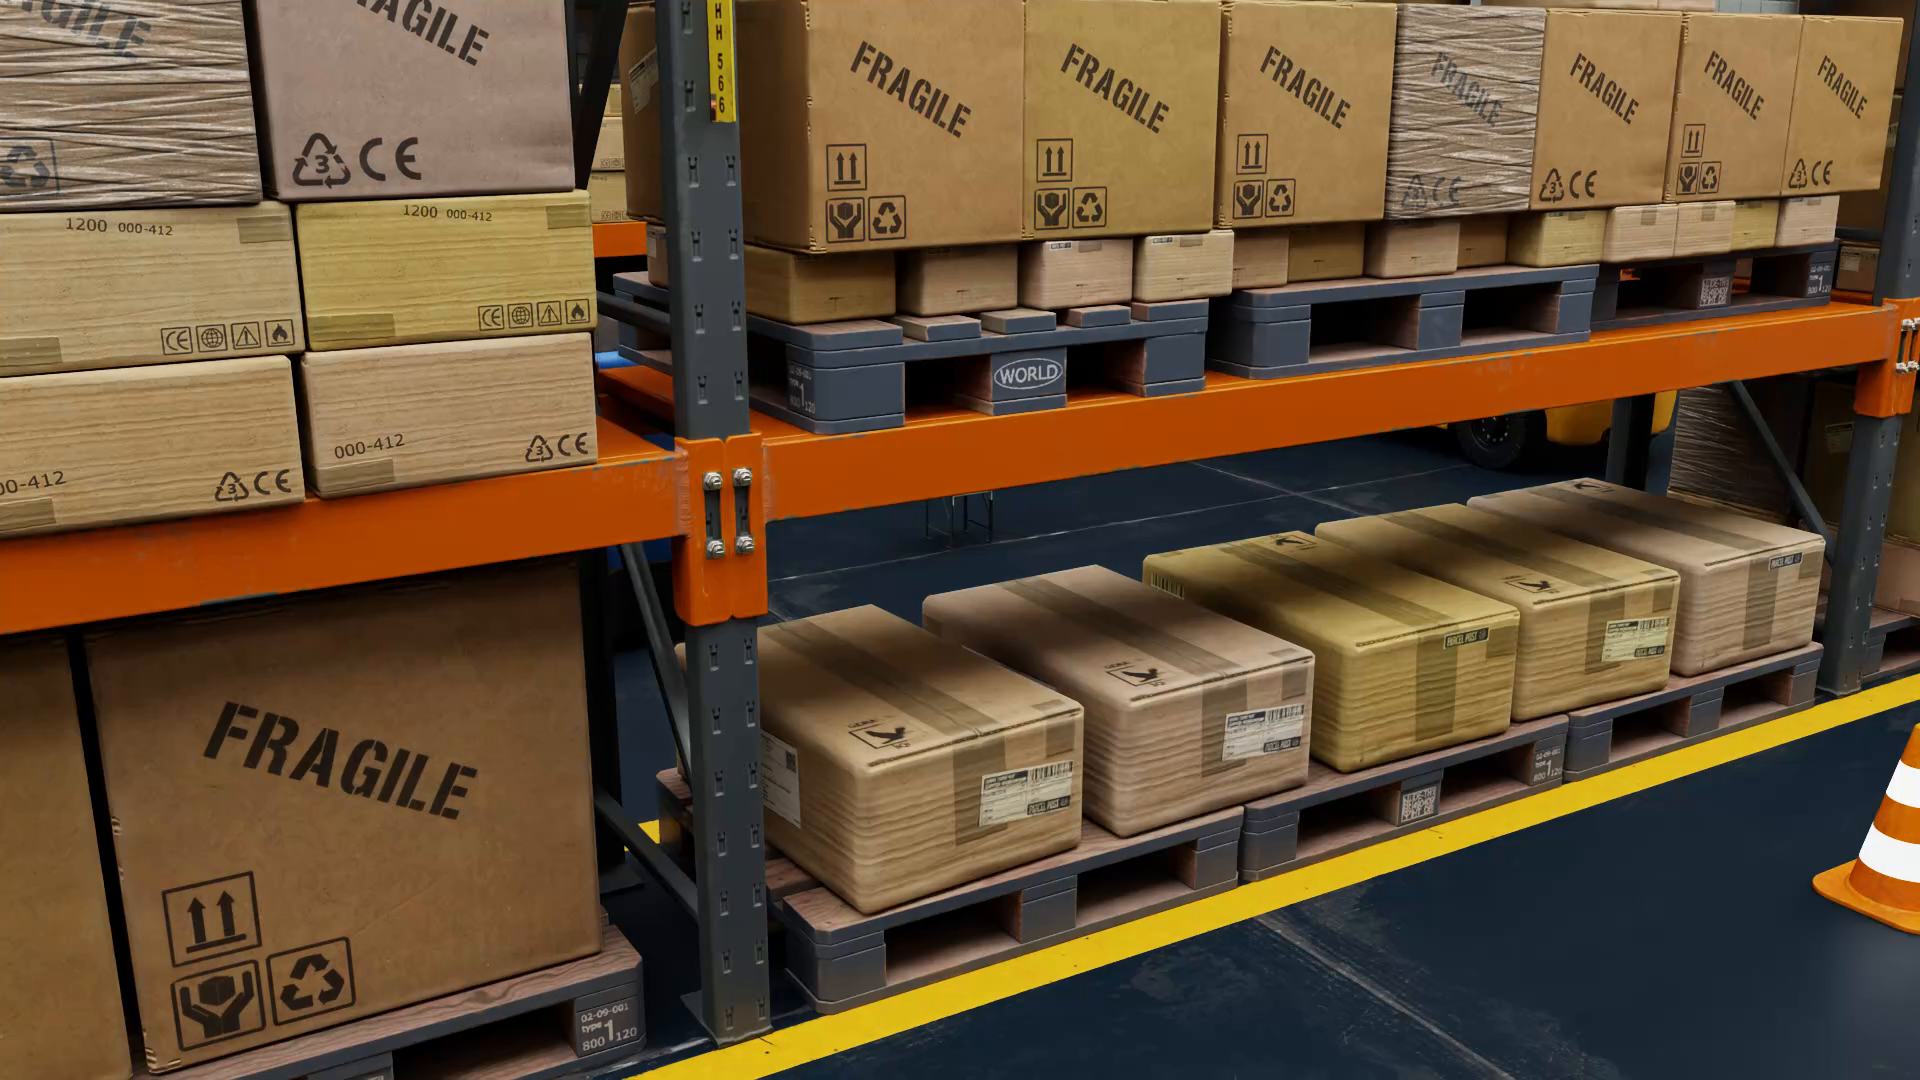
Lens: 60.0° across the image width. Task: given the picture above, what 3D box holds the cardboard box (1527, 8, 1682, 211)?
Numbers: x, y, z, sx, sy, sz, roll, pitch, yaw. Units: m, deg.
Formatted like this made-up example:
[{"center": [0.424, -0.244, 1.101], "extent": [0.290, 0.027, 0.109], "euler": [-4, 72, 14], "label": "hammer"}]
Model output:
[{"center": [1.565, -1.176, 4.533], "extent": [0.500, 0.500, 0.500], "euler": [-9, 18, -28], "label": "cardboard box"}]

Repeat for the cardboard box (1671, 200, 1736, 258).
[{"center": [1.976, -0.908, 4.780], "extent": [0.250, 0.149, 0.380], "euler": [-10, 18, -31], "label": "cardboard box"}]

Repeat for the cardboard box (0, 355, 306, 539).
[{"center": [-1.446, -0.206, 2.865], "extent": [0.500, 0.250, 0.500], "euler": [-9, 18, -29], "label": "cardboard box"}]

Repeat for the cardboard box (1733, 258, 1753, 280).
[{"center": [2.831, -1.033, 6.005], "extent": [0.250, 0.149, 0.380], "euler": [-9, 18, -30], "label": "cardboard box"}]

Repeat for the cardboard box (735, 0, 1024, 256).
[{"center": [-0.211, -0.886, 3.498], "extent": [0.500, 0.500, 0.500], "euler": [-10, 18, -31], "label": "cardboard box"}]

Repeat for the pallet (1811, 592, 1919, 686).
[{"center": [3.270, 0.202, 6.298], "extent": [1.213, 0.211, 1.003], "euler": [-9, 18, -30], "label": "pallet"}]

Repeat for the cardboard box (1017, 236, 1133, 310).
[{"center": [0.176, -0.625, 3.771], "extent": [0.250, 0.149, 0.380], "euler": [-11, 19, -33], "label": "cardboard box"}]

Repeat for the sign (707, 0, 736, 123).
[{"center": [-0.427, -0.913, 2.963], "extent": [0.005, 0.325, 0.100], "euler": [-9, 18, -30], "label": "sign"}]

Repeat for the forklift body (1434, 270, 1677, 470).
[{"center": [2.896, -1.649, 9.307], "extent": [1.214, 2.155, 2.313], "euler": [-9, 18, -30], "label": "forklift body"}]

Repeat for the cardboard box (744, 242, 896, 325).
[{"center": [-0.342, -0.567, 3.561], "extent": [0.250, 0.149, 0.380], "euler": [-10, 19, -33], "label": "cardboard box"}]

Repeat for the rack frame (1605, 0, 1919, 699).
[{"center": [2.713, -1.039, 5.560], "extent": [0.127, 3.000, 1.000], "euler": [-9, 18, -30], "label": "rack frame"}]

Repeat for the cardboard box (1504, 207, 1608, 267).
[{"center": [1.532, -0.847, 4.560], "extent": [0.250, 0.149, 0.380], "euler": [-9, 18, -30], "label": "cardboard box"}]

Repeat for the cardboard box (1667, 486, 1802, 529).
[{"center": [3.081, -0.062, 6.389], "extent": [0.500, 0.250, 0.500], "euler": [-8, 18, -27], "label": "cardboard box"}]

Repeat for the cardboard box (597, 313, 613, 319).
[{"center": [-2.178, -0.866, 8.564], "extent": [0.625, 0.625, 0.875], "euler": [-9, 18, -28], "label": "cardboard box"}]

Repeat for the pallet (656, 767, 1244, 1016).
[{"center": [-0.045, 0.751, 4.339], "extent": [1.213, 0.211, 1.003], "euler": [-9, 18, -30], "label": "pallet"}]

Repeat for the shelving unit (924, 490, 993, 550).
[{"center": [-0.007, -0.432, 7.284], "extent": [0.210, 0.900, 0.258], "euler": [-9, 18, -30], "label": "shelving unit"}]

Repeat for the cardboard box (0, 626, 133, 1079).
[{"center": [-2.118, 0.537, 3.093], "extent": [0.875, 0.875, 0.875], "euler": [-9, 18, -29], "label": "cardboard box"}]

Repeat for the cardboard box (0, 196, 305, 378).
[{"center": [-1.438, -0.453, 2.822], "extent": [0.500, 0.250, 0.500], "euler": [-10, 18, -31], "label": "cardboard box"}]

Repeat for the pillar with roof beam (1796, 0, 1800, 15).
[{"center": [9.881, -5.582, 10.649], "extent": [0.400, 9.000, 9.100], "euler": [-9, 18, -30], "label": "pillar with roof beam"}]

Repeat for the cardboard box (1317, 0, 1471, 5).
[{"center": [1.249, -1.587, 4.797], "extent": [0.250, 0.149, 0.380], "euler": [-8, 18, -27], "label": "cardboard box"}]

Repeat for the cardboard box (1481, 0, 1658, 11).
[{"center": [1.626, -1.486, 4.439], "extent": [0.250, 0.149, 0.380], "euler": [-10, 19, -32], "label": "cardboard box"}]

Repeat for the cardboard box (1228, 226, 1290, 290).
[{"center": [0.589, -0.711, 4.074], "extent": [0.250, 0.149, 0.380], "euler": [-8, 18, -26], "label": "cardboard box"}]

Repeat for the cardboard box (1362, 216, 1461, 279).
[{"center": [1.069, -0.780, 4.323], "extent": [0.250, 0.149, 0.380], "euler": [-9, 18, -28], "label": "cardboard box"}]

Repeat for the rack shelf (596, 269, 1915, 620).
[{"center": [0.998, -0.415, 4.665], "extent": [4.000, 0.370, 1.077], "euler": [-9, 18, -30], "label": "rack shelf"}]

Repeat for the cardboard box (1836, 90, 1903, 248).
[{"center": [3.234, -1.227, 5.494], "extent": [0.500, 0.500, 0.500], "euler": [-9, 18, -30], "label": "cardboard box"}]

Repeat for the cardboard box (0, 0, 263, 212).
[{"center": [-1.460, -0.807, 2.694], "extent": [0.500, 0.500, 0.500], "euler": [-9, 18, -29], "label": "cardboard box"}]

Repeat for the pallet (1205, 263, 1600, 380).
[{"center": [0.960, -0.675, 4.617], "extent": [1.213, 0.211, 1.003], "euler": [-9, 18, -30], "label": "pallet"}]

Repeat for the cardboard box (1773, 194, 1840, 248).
[{"center": [2.414, -0.985, 5.054], "extent": [0.250, 0.149, 0.380], "euler": [-9, 18, -29], "label": "cardboard box"}]

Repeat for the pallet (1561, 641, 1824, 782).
[{"center": [2.046, 0.412, 5.549], "extent": [1.213, 0.211, 1.003], "euler": [-9, 18, -30], "label": "pallet"}]

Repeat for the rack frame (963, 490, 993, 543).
[{"center": [0.080, -0.446, 7.335], "extent": [0.006, 0.900, 0.240], "euler": [-9, 18, -30], "label": "rack frame"}]

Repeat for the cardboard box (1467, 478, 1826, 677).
[{"center": [2.265, 0.097, 5.596], "extent": [0.625, 0.372, 0.950], "euler": [-9, 18, -29], "label": "cardboard box"}]

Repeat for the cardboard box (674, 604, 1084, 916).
[{"center": [-0.226, 0.504, 4.146], "extent": [0.625, 0.372, 0.950], "euler": [-11, 19, -33], "label": "cardboard box"}]

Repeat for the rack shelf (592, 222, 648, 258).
[{"center": [-1.561, -1.563, 8.760], "extent": [4.000, 0.370, 1.077], "euler": [-9, 18, -30], "label": "rack shelf"}]

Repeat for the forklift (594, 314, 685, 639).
[{"center": [-2.390, -0.956, 5.389], "extent": [3.031, 2.935, 1.130], "euler": [-11, 19, -34], "label": "forklift"}]

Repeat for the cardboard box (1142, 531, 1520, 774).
[{"center": [1.055, 0.295, 4.890], "extent": [0.625, 0.372, 0.950], "euler": [-9, 18, -28], "label": "cardboard box"}]

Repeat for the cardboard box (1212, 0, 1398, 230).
[{"center": [0.684, -1.035, 4.031], "extent": [0.500, 0.500, 0.500], "euler": [-9, 18, -29], "label": "cardboard box"}]

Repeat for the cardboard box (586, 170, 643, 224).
[{"center": [-1.898, -1.706, 8.216], "extent": [0.500, 0.250, 0.500], "euler": [-10, 18, -31], "label": "cardboard box"}]

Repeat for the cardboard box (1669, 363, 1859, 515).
[{"center": [3.082, -0.423, 6.288], "extent": [0.500, 0.500, 0.500], "euler": [-9, 18, -30], "label": "cardboard box"}]

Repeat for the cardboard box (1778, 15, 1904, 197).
[{"center": [2.435, -1.315, 5.031], "extent": [0.500, 0.500, 0.500], "euler": [-10, 18, -31], "label": "cardboard box"}]

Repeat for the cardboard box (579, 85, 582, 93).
[{"center": [-1.998, -2.128, 8.056], "extent": [0.250, 0.149, 0.380], "euler": [-9, 18, -29], "label": "cardboard box"}]
